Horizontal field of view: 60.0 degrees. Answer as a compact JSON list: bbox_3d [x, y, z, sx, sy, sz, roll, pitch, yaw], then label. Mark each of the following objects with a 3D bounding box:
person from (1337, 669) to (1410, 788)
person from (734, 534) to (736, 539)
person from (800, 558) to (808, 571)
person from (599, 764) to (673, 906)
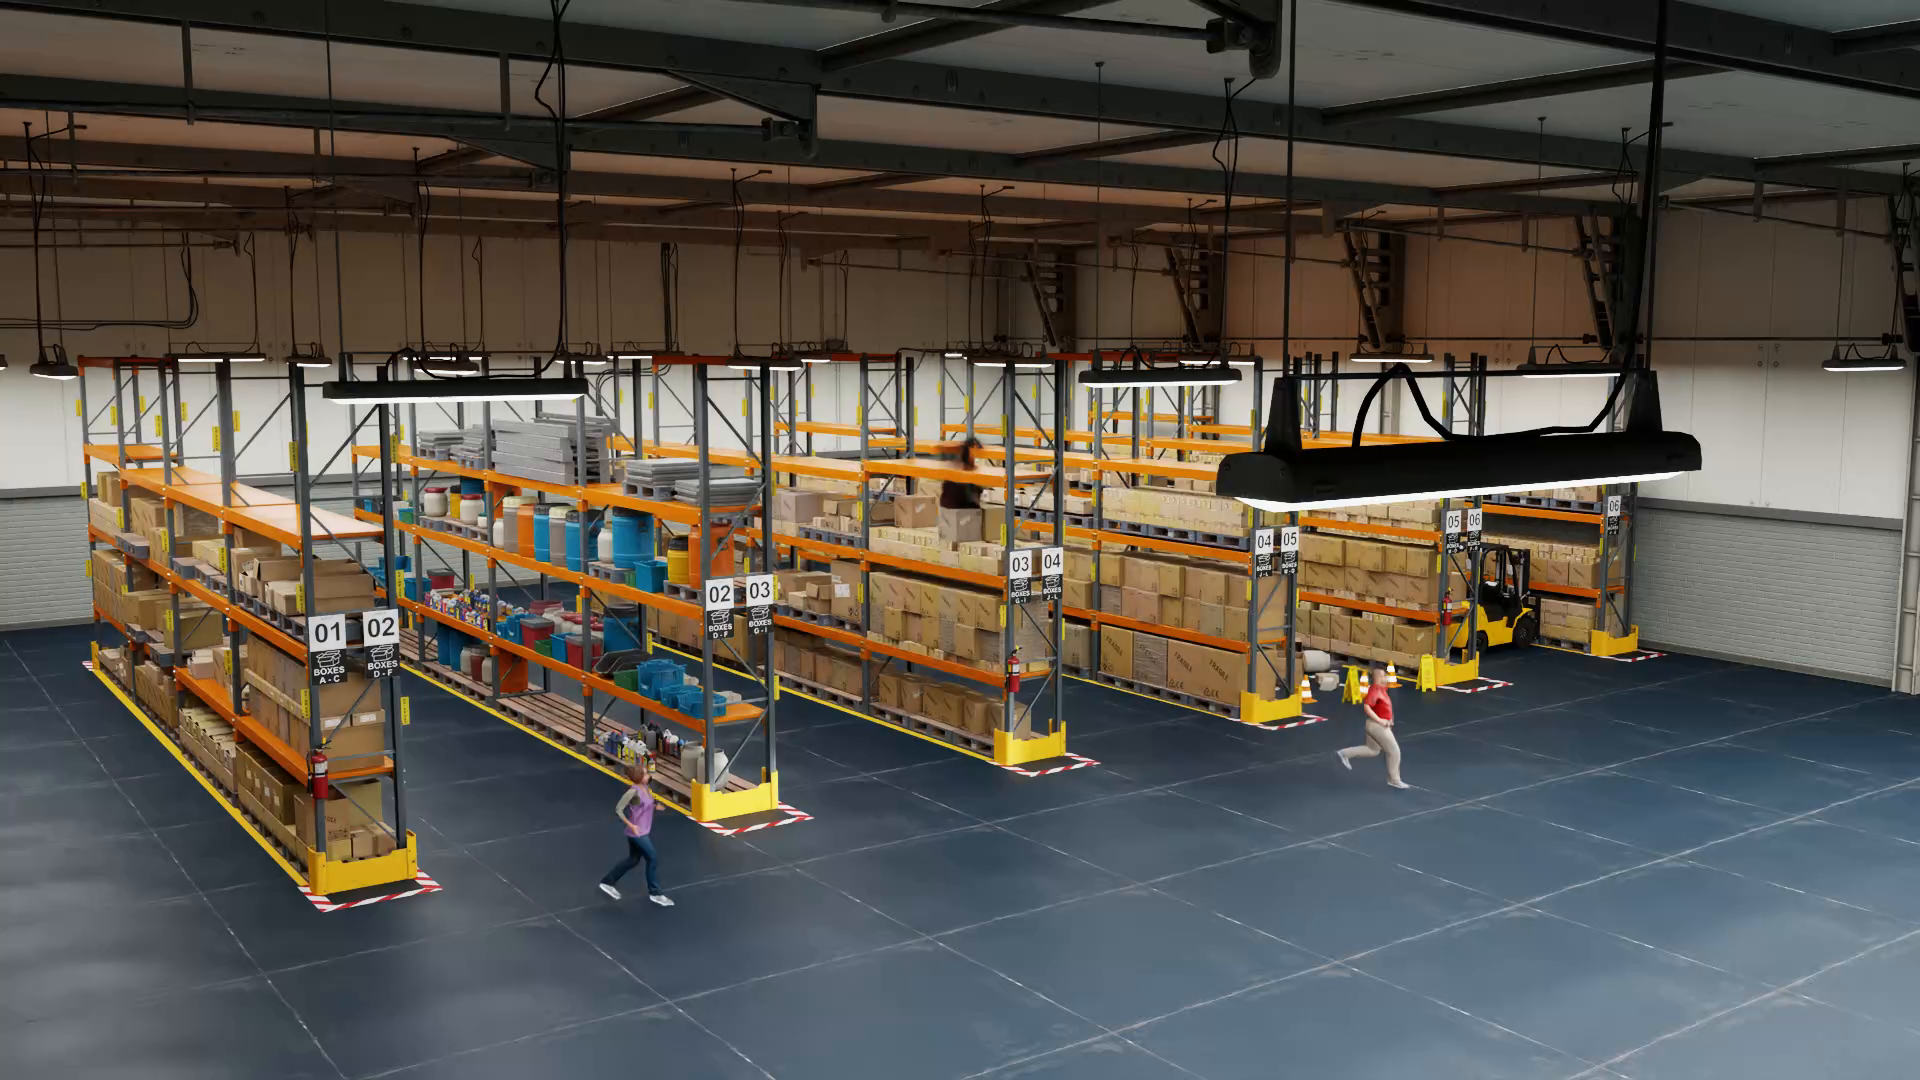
[{"bbox_3d":[5.880,2.670,23.558,1.018,1.713,0.643,1,7,5],"label":"person"},{"bbox_3d":[-5.527,0.658,39.692,0.759,1.783,0.869,-1,7,-9],"label":"person"},{"bbox_3d":[-4.002,0.307,42.628,0.648,1.773,0.858,6,9,39],"label":"person"},{"bbox_3d":[-3.630,3.290,18.589,0.817,1.617,0.523,0,7,-4],"label":"person"}]
